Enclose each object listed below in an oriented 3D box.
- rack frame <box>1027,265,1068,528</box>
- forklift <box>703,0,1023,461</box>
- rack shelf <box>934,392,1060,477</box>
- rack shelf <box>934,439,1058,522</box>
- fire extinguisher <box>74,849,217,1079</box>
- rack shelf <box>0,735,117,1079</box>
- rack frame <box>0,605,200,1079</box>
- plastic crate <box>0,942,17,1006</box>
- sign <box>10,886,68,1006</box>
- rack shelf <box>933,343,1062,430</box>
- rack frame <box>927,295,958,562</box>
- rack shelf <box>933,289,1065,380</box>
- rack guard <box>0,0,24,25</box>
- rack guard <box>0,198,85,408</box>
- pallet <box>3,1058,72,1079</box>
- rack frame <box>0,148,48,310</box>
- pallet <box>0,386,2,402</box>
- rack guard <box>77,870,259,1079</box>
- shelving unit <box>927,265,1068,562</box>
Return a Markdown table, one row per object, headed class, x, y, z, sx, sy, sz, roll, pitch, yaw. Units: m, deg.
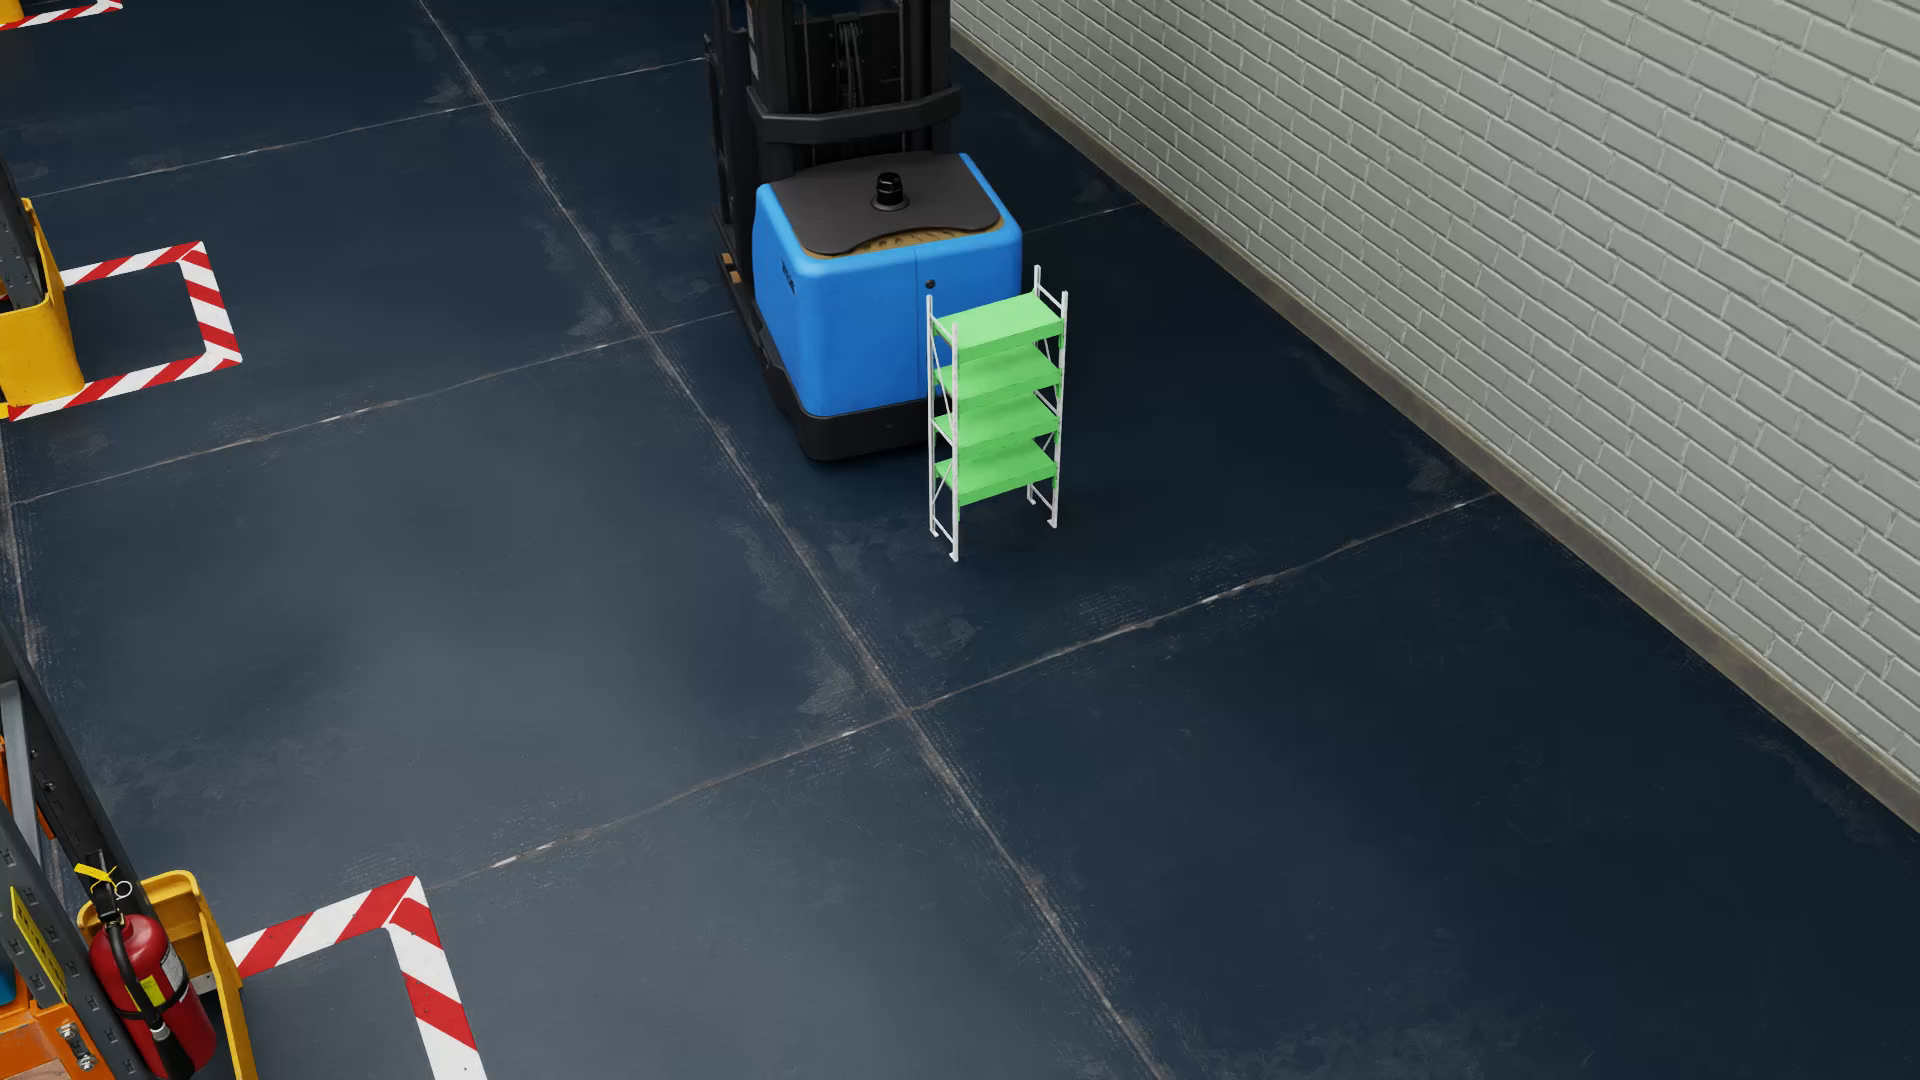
| class | x | y | z | sx | sy | sz | roll | pitch | yaw |
| --- | --- | --- | --- | --- | --- | --- | --- | --- | --- |
| rack frame | 0.363 | -0.580 | 7.007 | 0.015 | 1.200 | 0.240 | -19 | 44 | -21 |
| forklift | -0.660 | -2.439 | 7.863 | 1.130 | 2.935 | 3.031 | -12 | 42 | -14 |
| rack shelf | 0.147 | -0.459 | 6.962 | 0.480 | 0.148 | 0.258 | -19 | 44 | -21 |
| rack shelf | 0.147 | -0.275 | 7.117 | 0.480 | 0.148 | 0.258 | -19 | 44 | -21 |
| fire extinguisher | -1.986 | 1.051 | 4.035 | 0.183 | 0.674 | 0.296 | -19 | 44 | -21 |
| rack shelf | -4.103 | 1.535 | 3.671 | 4.000 | 0.370 | 1.077 | -19 | 44 | -21 |
| rack frame | -2.330 | 0.664 | 4.144 | 0.127 | 3.000 | 1.000 | -19 | 44 | -21 |
| plastic crate | -2.540 | 0.834 | 3.869 | 0.499 | 0.435 | 0.616 | -19 | 44 | -21 |
| sign | -2.061 | 0.912 | 3.725 | 0.005 | 0.325 | 0.100 | -19 | 44 | -21 |
| rack shelf | 0.147 | -0.642 | 6.807 | 0.480 | 0.148 | 0.258 | -19 | 44 | -21 |
| rack frame | -0.070 | -0.435 | 6.835 | 0.015 | 1.200 | 0.240 | -19 | 44 | -21 |
| rack shelf | 0.147 | -0.825 | 6.652 | 0.480 | 0.148 | 0.258 | -19 | 44 | -21 |
| rack guard | -6.885 | -4.066 | 11.667 | 0.348 | 0.500 | 1.175 | -19 | 44 | -21 |
| rack guard | -4.682 | -1.199 | 8.279 | 0.348 | 0.500 | 1.175 | -19 | 44 | -21 |
| pallet | -3.079 | 1.952 | 4.781 | 1.213 | 0.211 | 1.003 | -19 | 44 | -21 |
| rack frame | -4.614 | -2.176 | 7.499 | 0.127 | 3.000 | 1.000 | -19 | 44 | -21 |
| pallet | -5.388 | -0.850 | 8.091 | 1.213 | 0.211 | 1.003 | -19 | 44 | -21 |
| rack guard | -2.314 | 1.603 | 4.969 | 0.348 | 0.500 | 1.175 | -19 | 44 | -21 |
| shelving unit | 0.147 | -0.507 | 6.921 | 0.503 | 1.200 | 0.258 | -19 | 44 | -21 |
